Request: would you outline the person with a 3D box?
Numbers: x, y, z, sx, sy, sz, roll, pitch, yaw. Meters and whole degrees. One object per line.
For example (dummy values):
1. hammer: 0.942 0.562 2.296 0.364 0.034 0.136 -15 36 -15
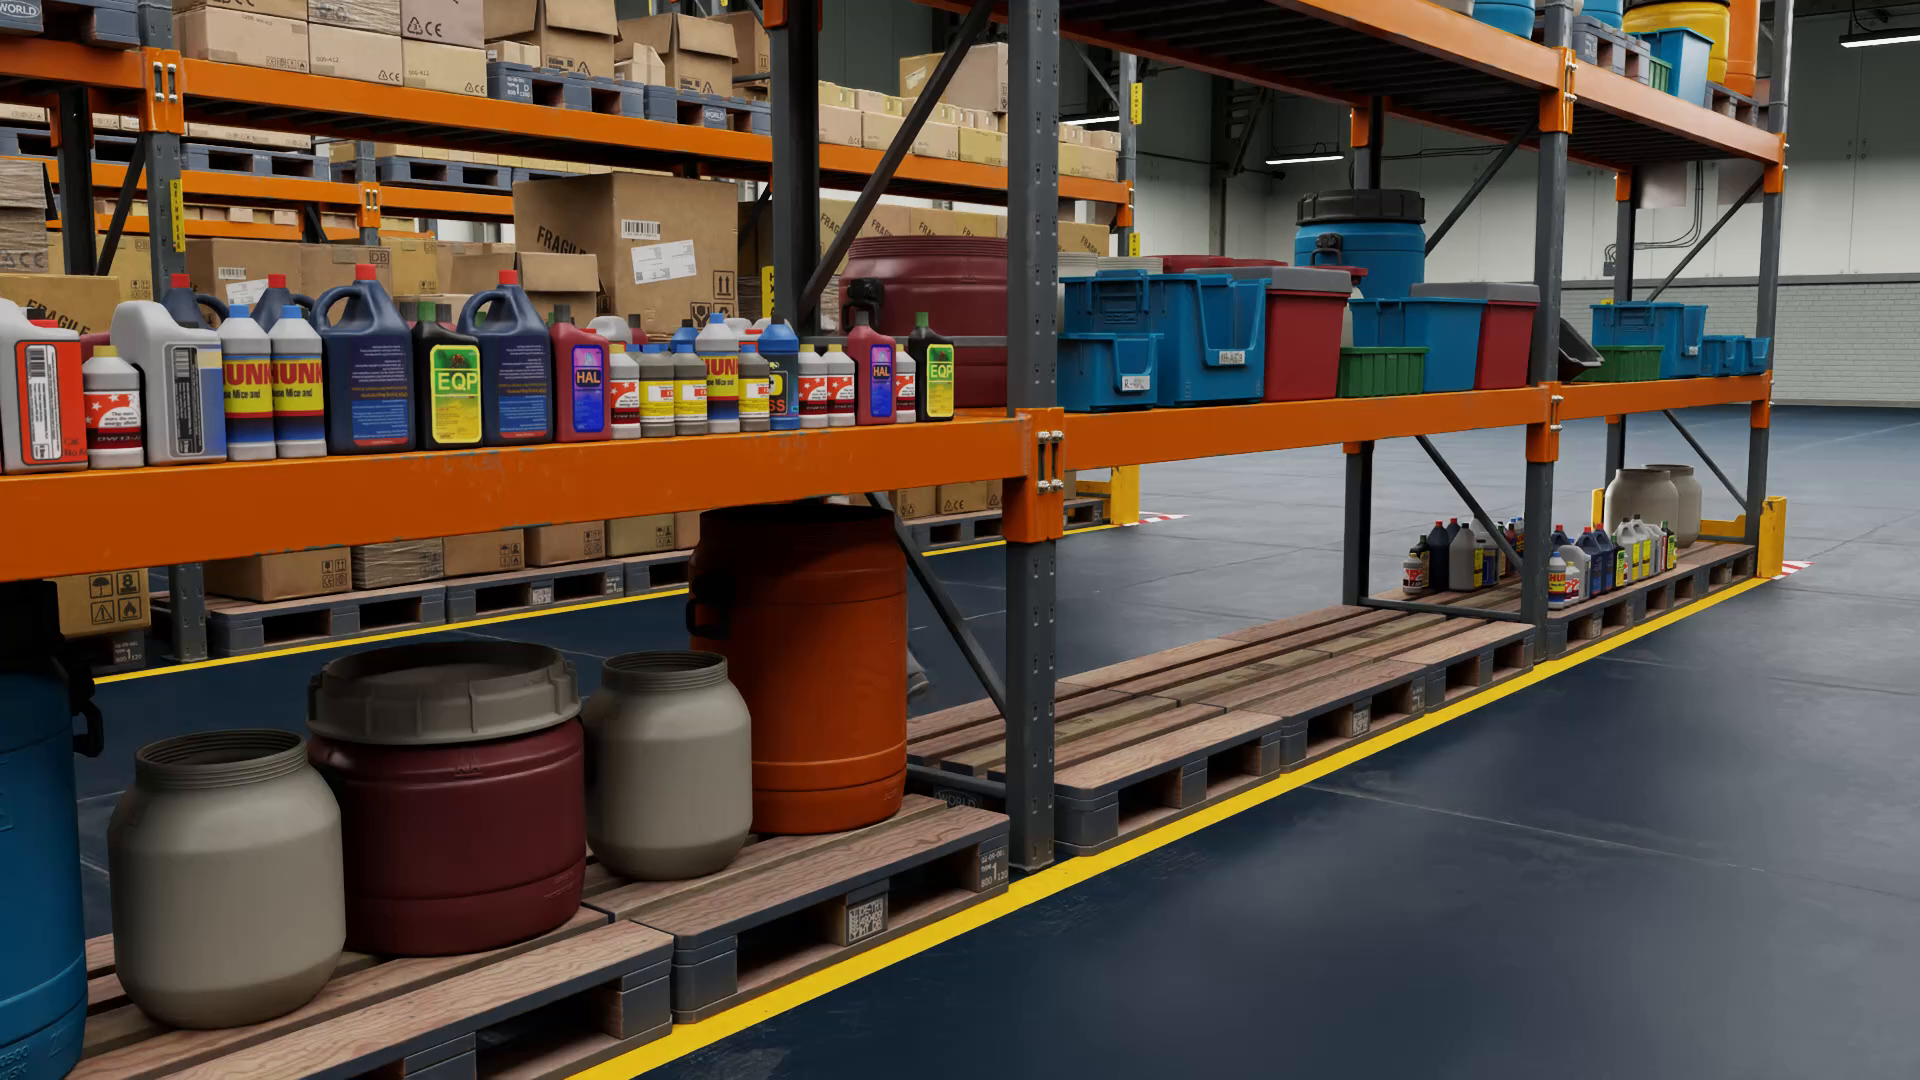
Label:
1. person: -0.588 -0.101 6.458 0.941 1.648 0.542 2 7 18
